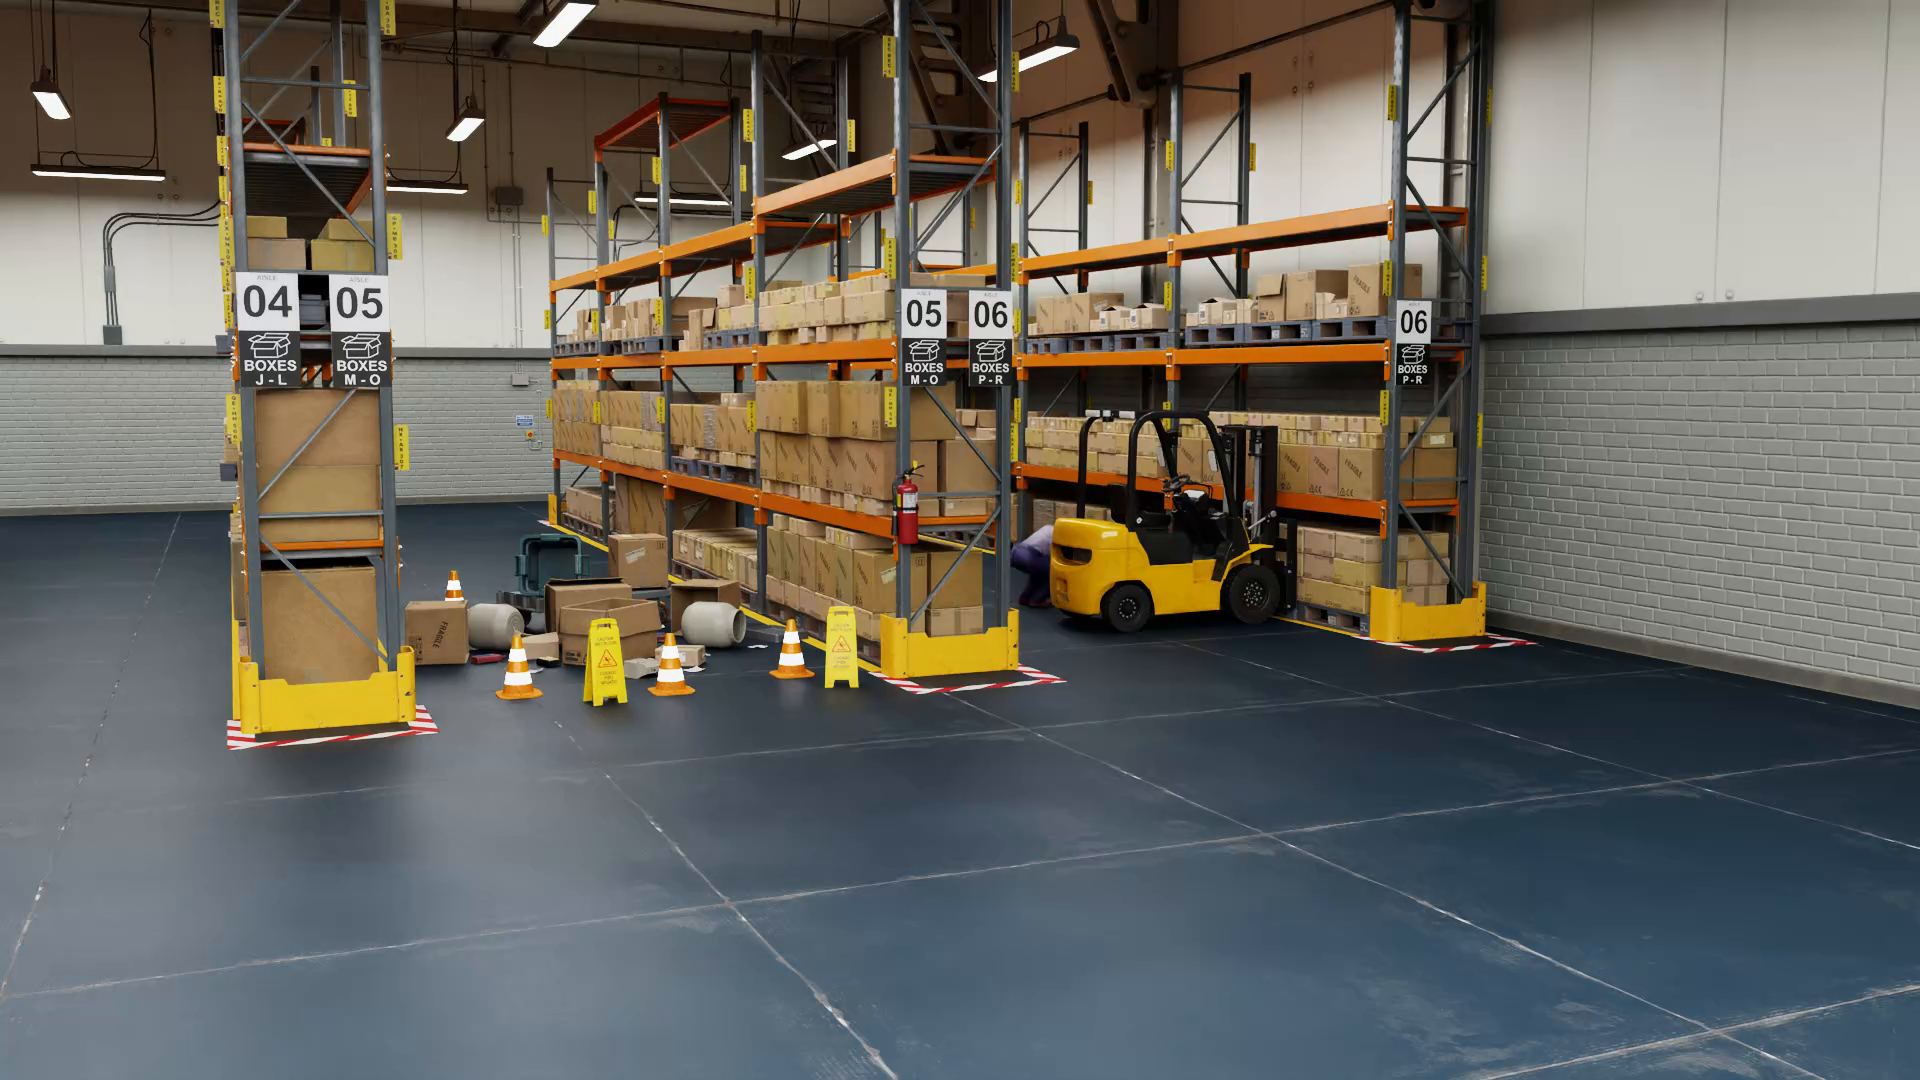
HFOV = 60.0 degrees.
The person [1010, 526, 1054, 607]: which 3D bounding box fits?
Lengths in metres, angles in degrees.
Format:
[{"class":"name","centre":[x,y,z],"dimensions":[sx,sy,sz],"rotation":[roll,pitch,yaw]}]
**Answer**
[{"class":"person","centre":[0.948,0.252,18.227],"dimensions":[0.860,0.938,0.511],"rotation":[-3,6,-25]}]
